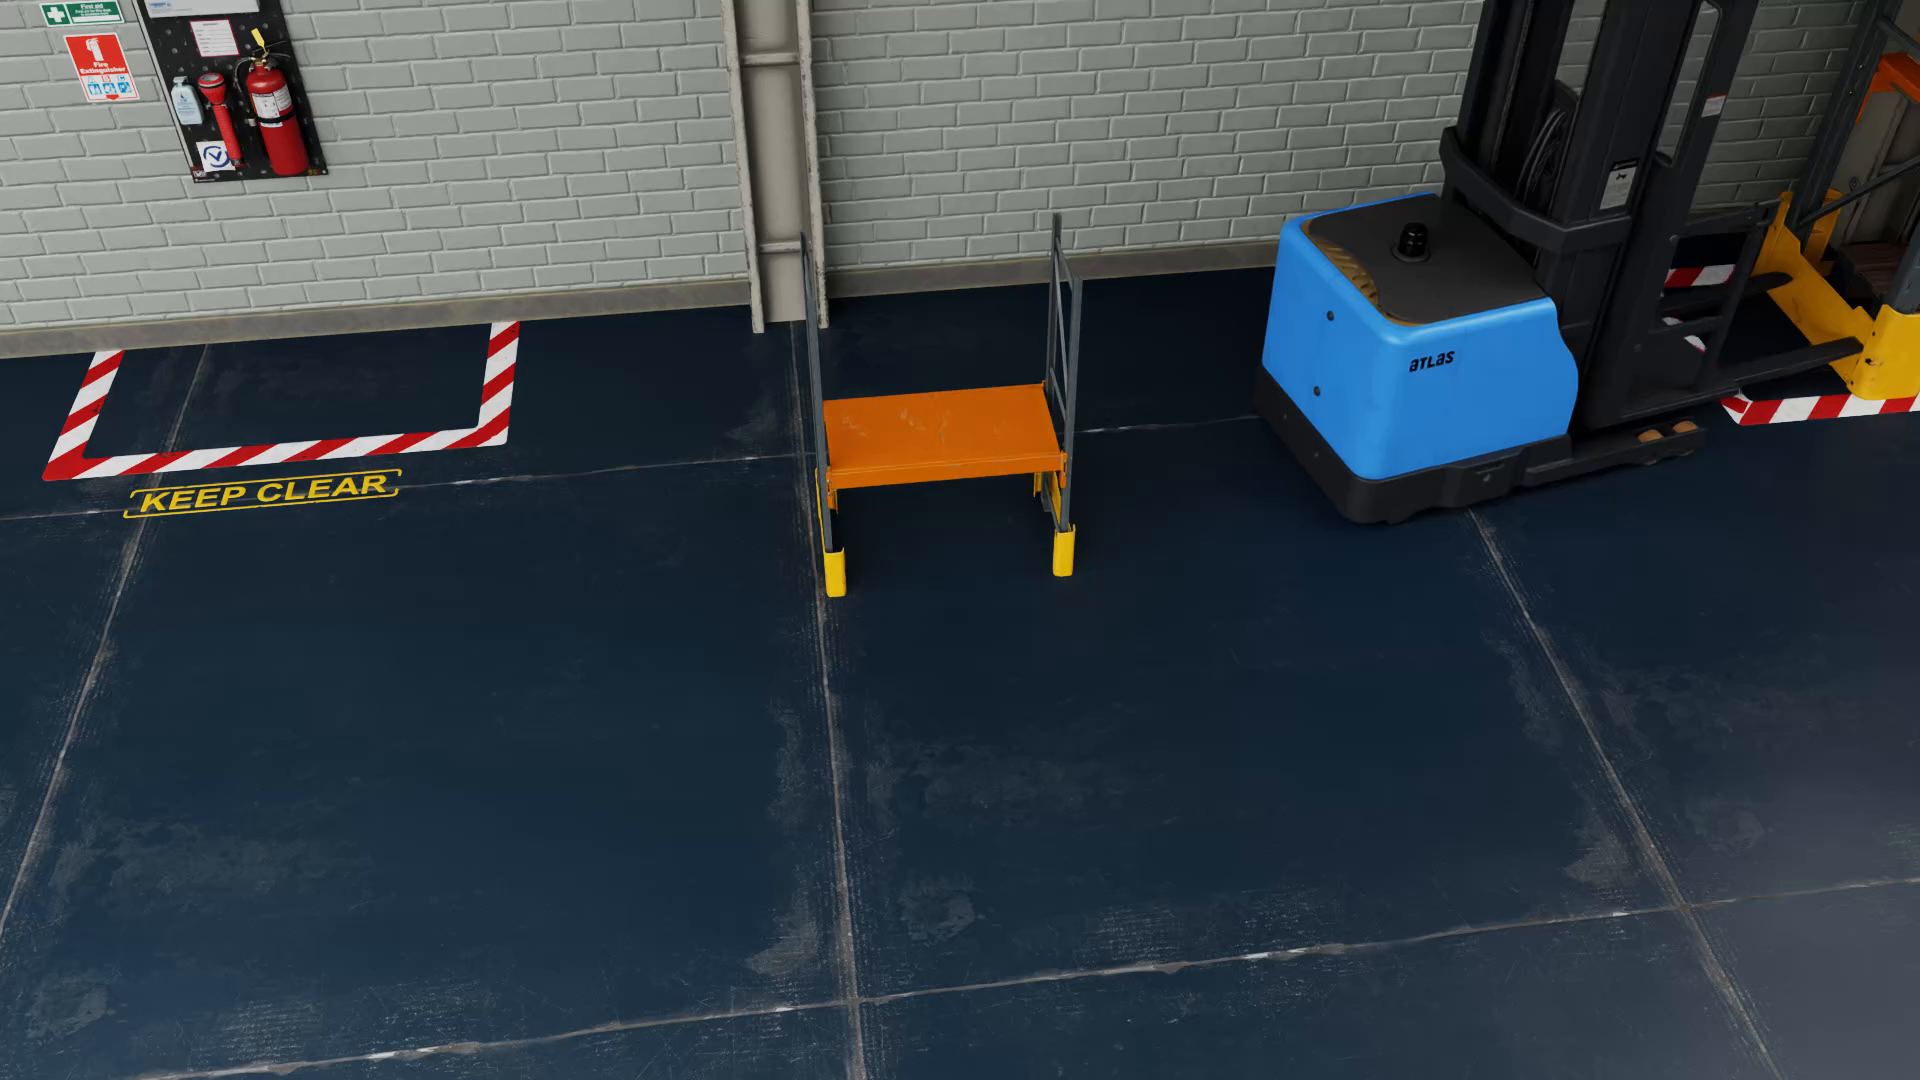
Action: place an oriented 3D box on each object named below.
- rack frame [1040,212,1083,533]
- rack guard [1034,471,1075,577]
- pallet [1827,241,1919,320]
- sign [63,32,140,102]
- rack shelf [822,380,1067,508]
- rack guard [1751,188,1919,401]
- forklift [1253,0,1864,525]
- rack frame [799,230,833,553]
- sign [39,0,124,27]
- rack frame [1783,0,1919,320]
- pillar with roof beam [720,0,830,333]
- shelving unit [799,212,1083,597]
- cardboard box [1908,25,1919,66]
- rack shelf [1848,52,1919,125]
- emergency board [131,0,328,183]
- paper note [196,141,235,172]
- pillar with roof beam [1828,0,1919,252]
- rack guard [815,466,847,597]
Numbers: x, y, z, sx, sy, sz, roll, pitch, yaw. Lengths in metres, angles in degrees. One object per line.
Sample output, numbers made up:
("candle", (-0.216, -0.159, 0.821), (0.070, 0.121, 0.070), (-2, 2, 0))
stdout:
("rack frame", (0.419, -0.594, 7.004), (0.032, 1.500, 0.500), (-5, 42, -6))
("rack guard", (0.418, -0.129, 7.422), (0.087, 0.250, 0.587), (-5, 42, -6))
("pallet", (5.355, -1.214, 8.654), (1.213, 0.211, 1.003), (-5, 42, -6))
("sign", (-3.915, -2.155, 7.588), (0.234, 0.329, 0.001), (-5, 42, -6))
("rack shelf", (-0.085, -0.416, 7.075), (1.000, 0.185, 0.538), (-5, 42, -6))
("rack guard", (4.544, -1.274, 8.505), (0.348, 0.500, 1.175), (-5, 42, -6))
("forklift", (2.999, -1.763, 7.231), (3.031, 2.935, 1.130), (-14, 44, -15))
("rack frame", (-0.589, -0.505, 6.906), (0.032, 1.500, 0.500), (-5, 42, -6))
("sign", (-3.910, -2.346, 7.404), (0.331, 0.109, 0.001), (-5, 42, -6))
("rack frame", (4.469, -2.196, 7.660), (0.127, 3.000, 1.000), (-5, 42, -6))
("pillar with roof beam", (-0.340, -1.679, 2.608), (0.400, 9.000, 9.100), (-5, 42, -6))
("shelving unit", (-0.076, -0.550, 6.955), (1.083, 1.500, 0.587), (-5, 42, -6))
("cardboard box", (4.907, -2.317, 7.891), (0.500, 0.250, 0.500), (-4, 42, -5))
("rack shelf", (6.452, -2.102, 8.094), (4.000, 0.370, 1.077), (-5, 42, -6))
("emergency board", (-3.354, -2.121, 7.577), (0.643, 1.169, 0.194), (-5, 42, -6))
("paper note", (-3.538, -1.824, 7.906), (0.142, 0.148, 0.016), (-5, 42, -6))
("pillar with roof beam", (5.609, -2.200, 3.185), (0.400, 9.000, 9.100), (-5, 42, -6))
("rack guard", (-0.569, -0.043, 7.326), (0.087, 0.250, 0.587), (-5, 42, -6))
